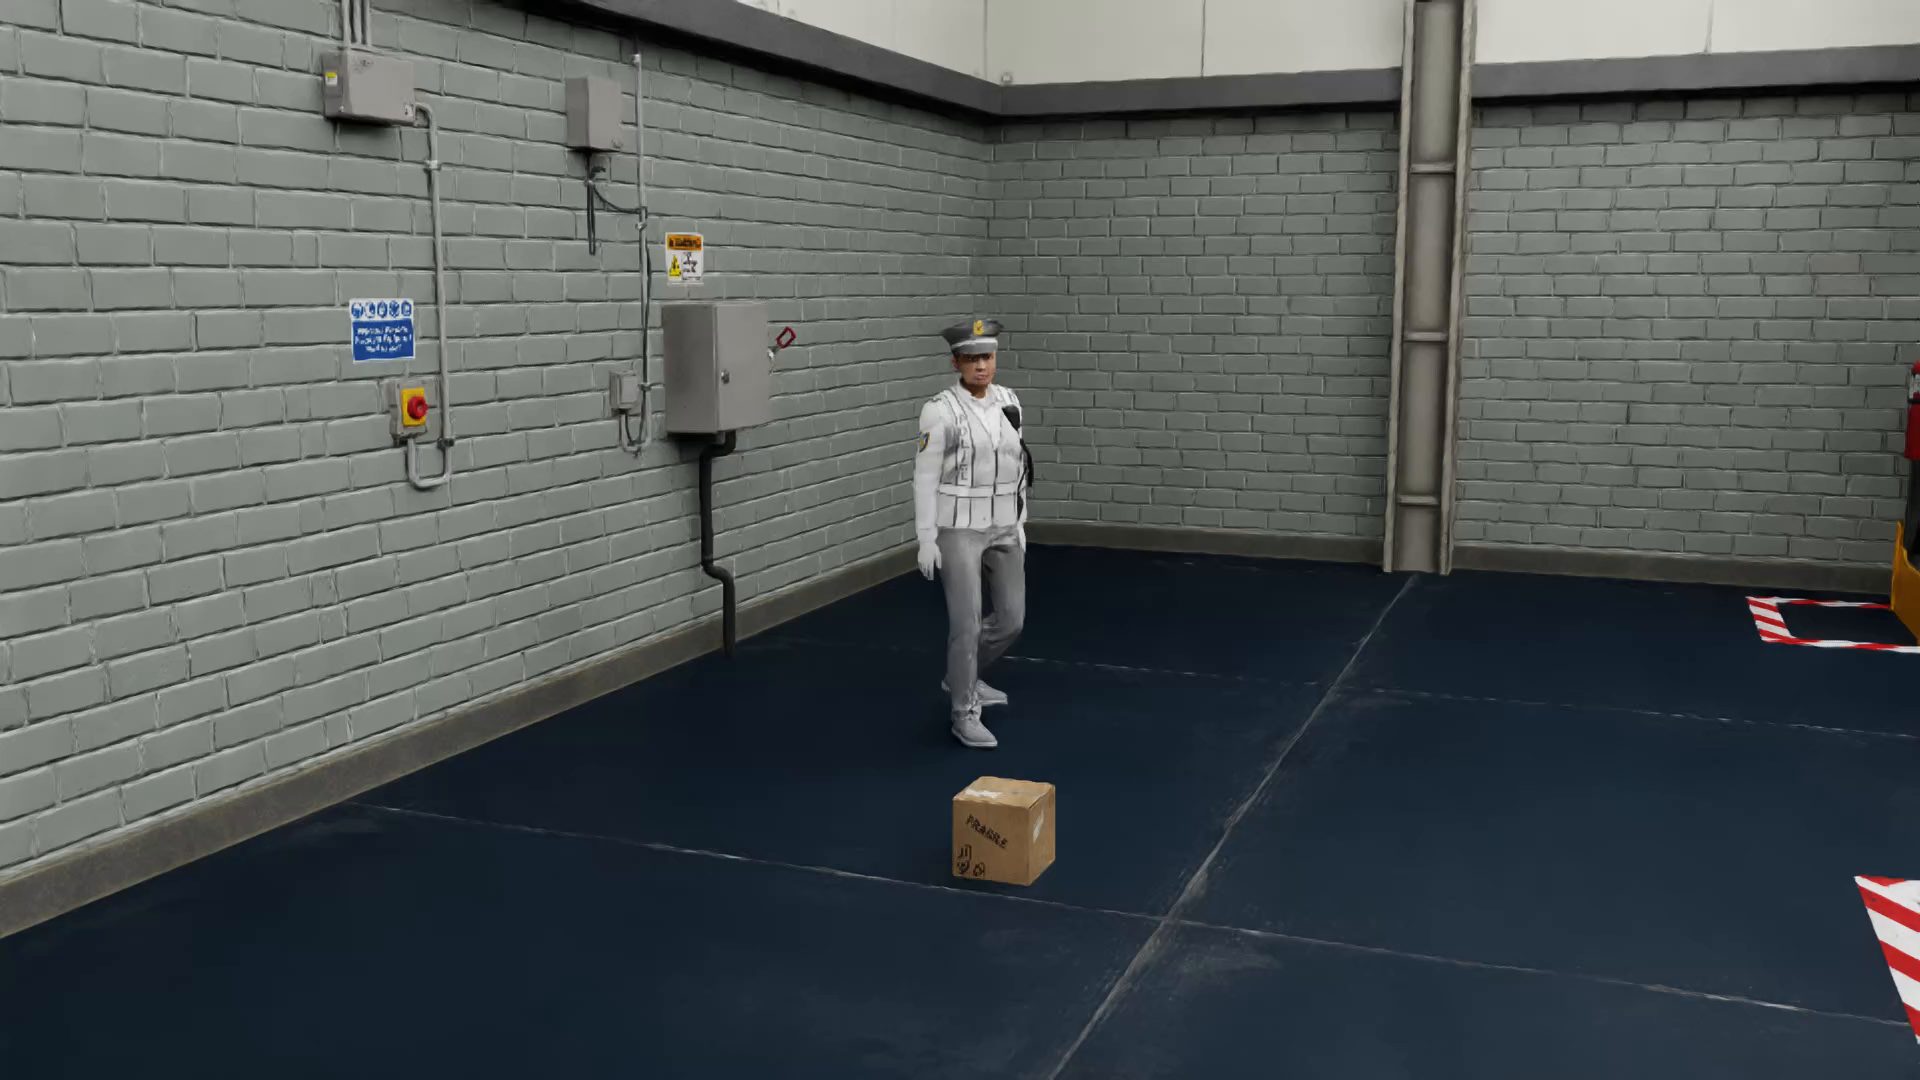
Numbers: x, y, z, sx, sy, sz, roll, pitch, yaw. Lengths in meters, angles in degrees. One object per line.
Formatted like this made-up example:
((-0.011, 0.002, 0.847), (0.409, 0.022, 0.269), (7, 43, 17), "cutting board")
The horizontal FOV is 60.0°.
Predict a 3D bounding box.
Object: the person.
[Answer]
((0.022, -0.027, 6.560), (0.520, 1.647, 0.529), (-6, 11, -33), "person")
